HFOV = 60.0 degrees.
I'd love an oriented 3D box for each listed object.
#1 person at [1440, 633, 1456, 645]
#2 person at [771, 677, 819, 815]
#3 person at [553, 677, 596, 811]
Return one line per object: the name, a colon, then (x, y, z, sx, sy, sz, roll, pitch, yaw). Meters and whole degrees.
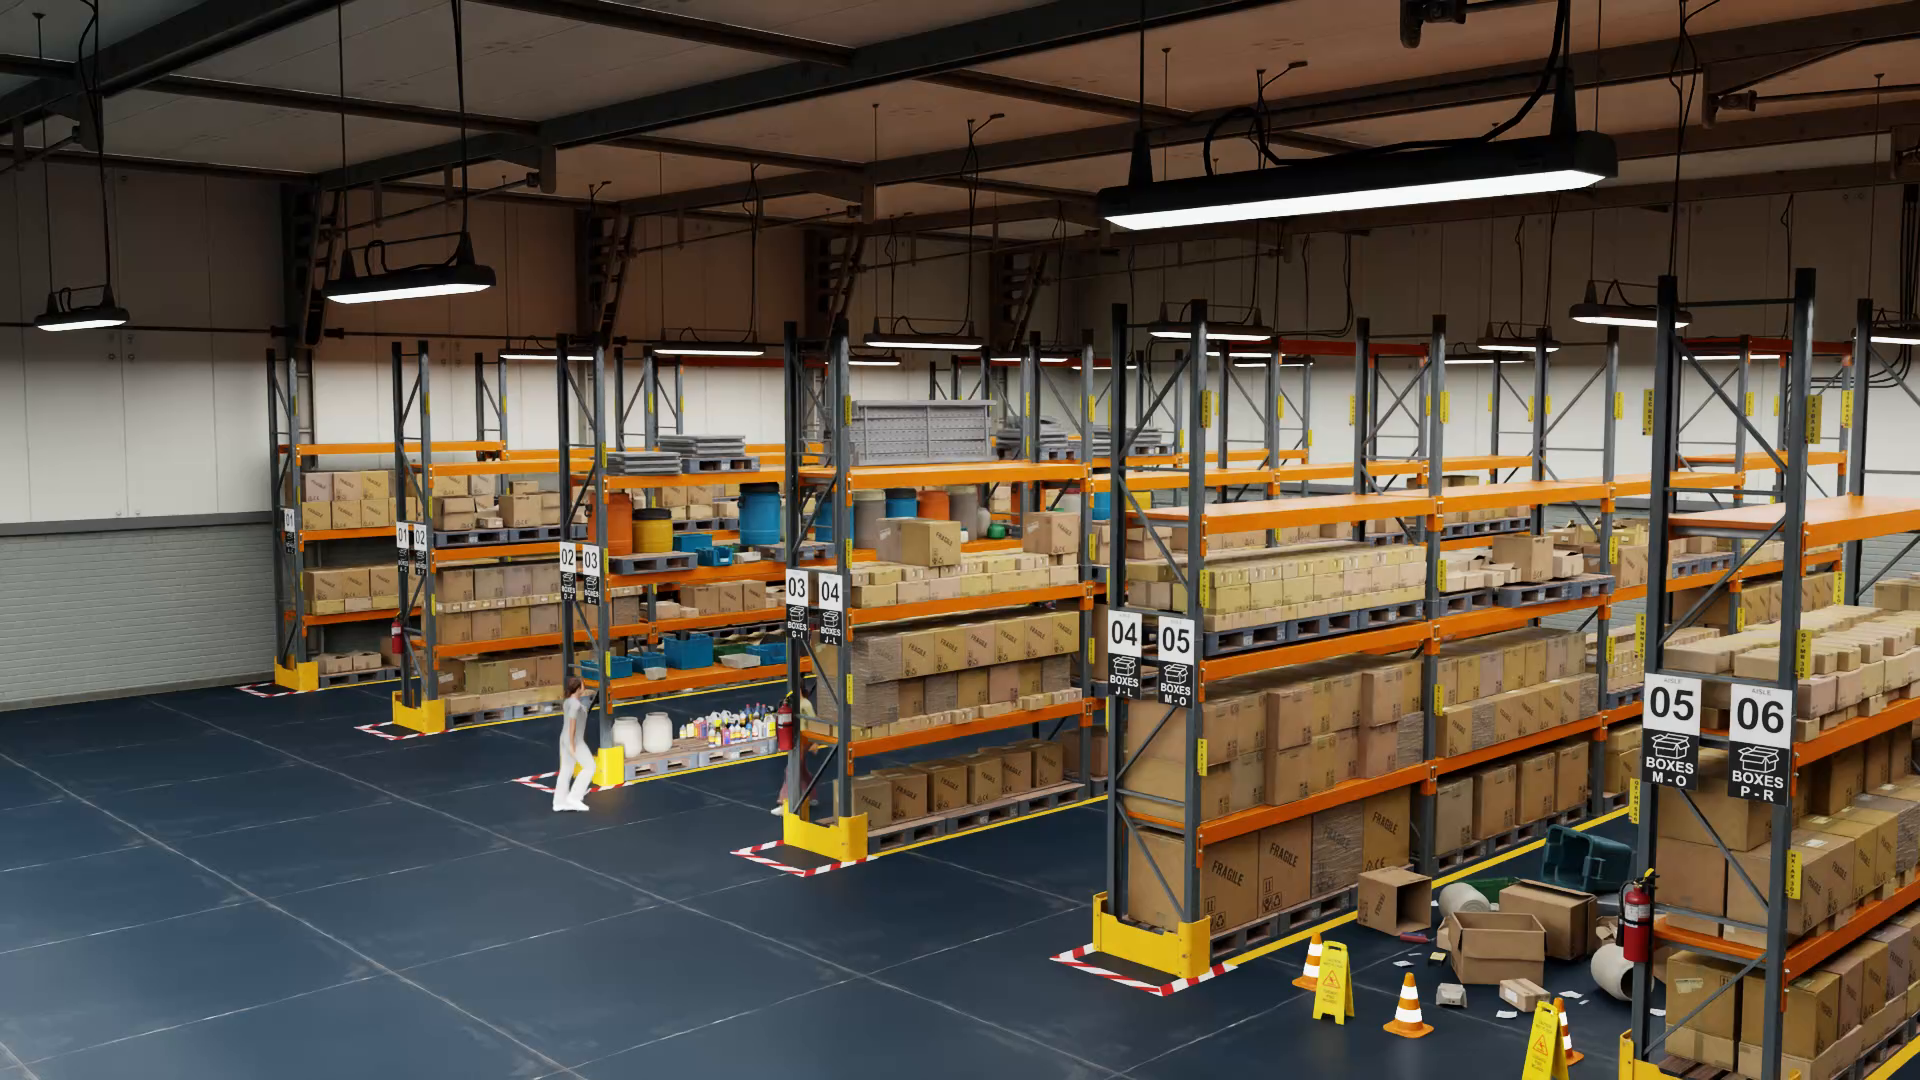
person: (7.640, 2.143, 25.525, 0.705, 1.632, 0.708, -4, 6, -36)
person: (-2.100, 2.542, 20.661, 0.786, 1.660, 0.506, -3, 6, -33)
person: (-4.834, 2.534, 20.723, 0.516, 1.657, 0.478, -3, 6, -29)
